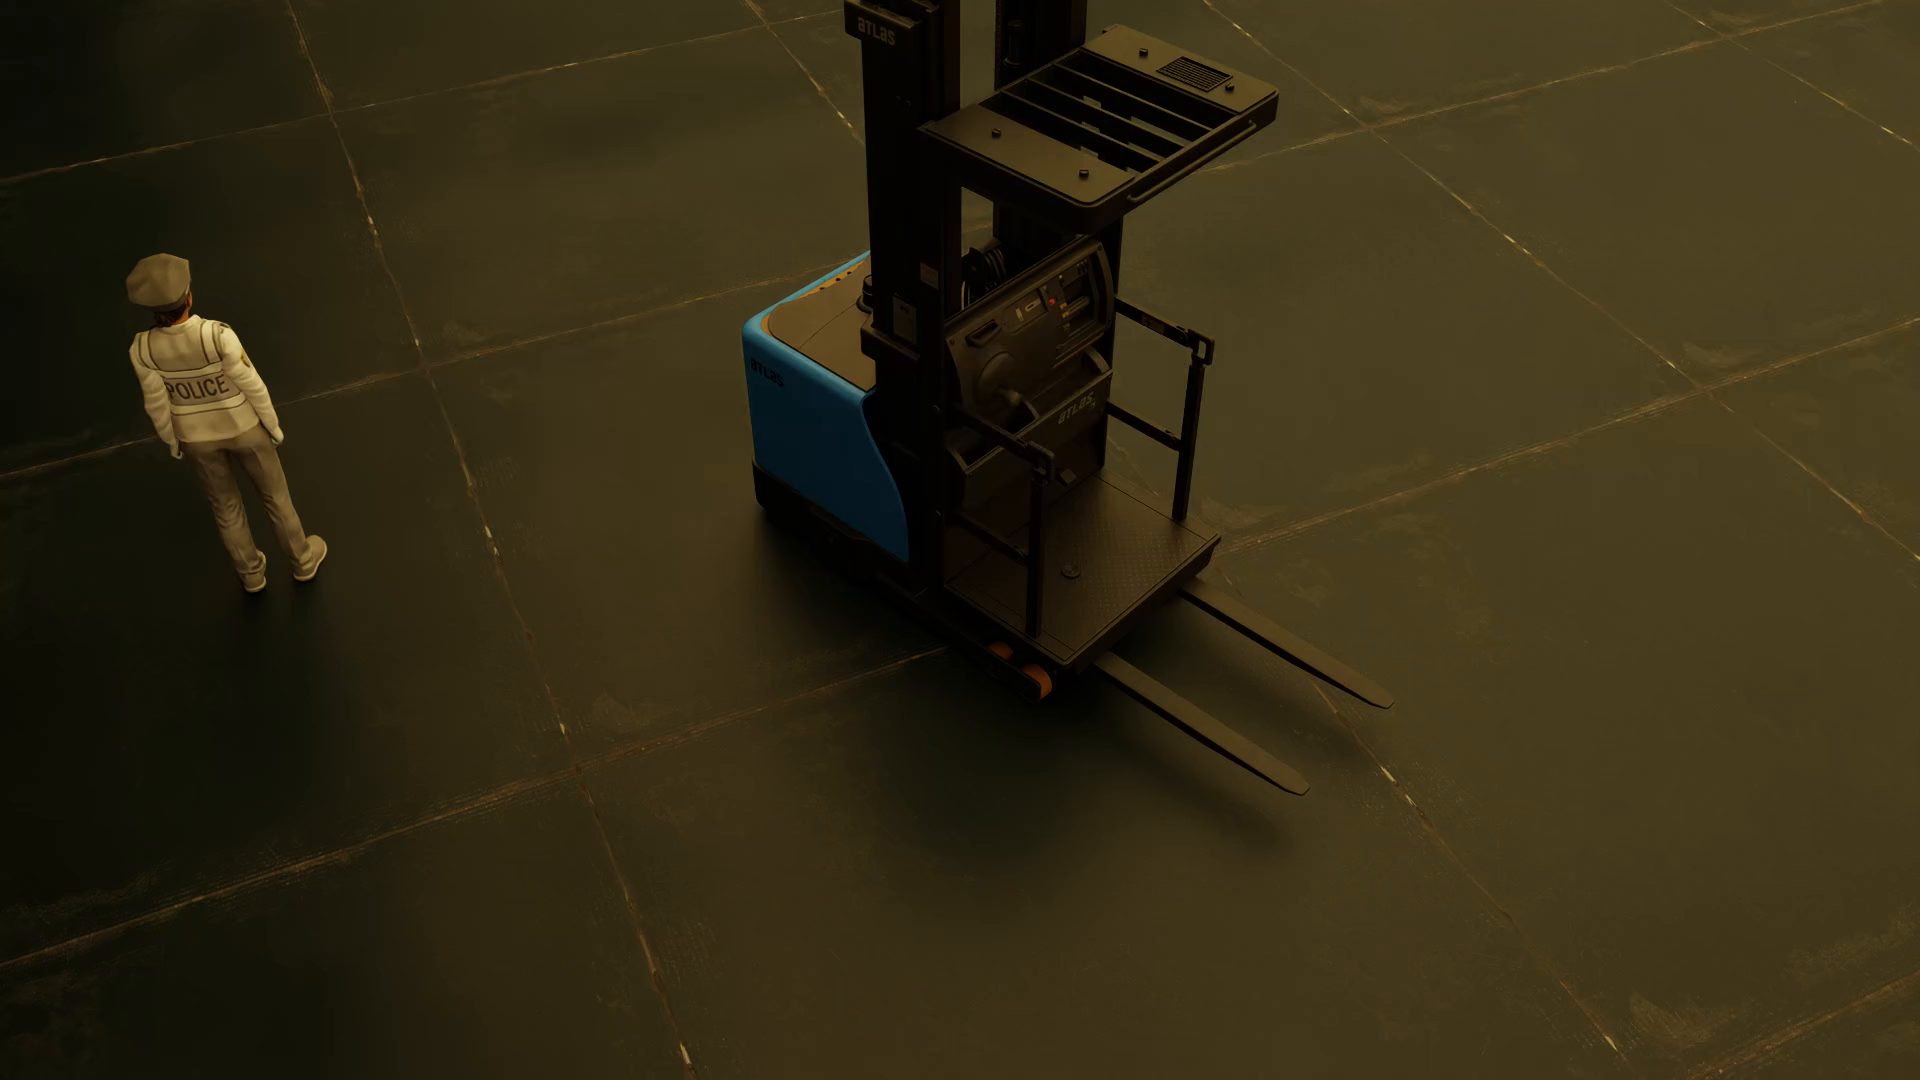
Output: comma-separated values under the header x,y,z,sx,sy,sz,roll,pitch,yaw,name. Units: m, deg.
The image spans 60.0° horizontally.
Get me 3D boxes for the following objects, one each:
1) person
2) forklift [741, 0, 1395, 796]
x,y,z,sx,sy,sz,roll,pitch,yaw,name
-3.151,-0.474,7.101,0.473,1.691,0.331,-9,44,-10,person
0.445,-0.788,6.525,3.031,2.935,1.130,32,52,30,forklift
